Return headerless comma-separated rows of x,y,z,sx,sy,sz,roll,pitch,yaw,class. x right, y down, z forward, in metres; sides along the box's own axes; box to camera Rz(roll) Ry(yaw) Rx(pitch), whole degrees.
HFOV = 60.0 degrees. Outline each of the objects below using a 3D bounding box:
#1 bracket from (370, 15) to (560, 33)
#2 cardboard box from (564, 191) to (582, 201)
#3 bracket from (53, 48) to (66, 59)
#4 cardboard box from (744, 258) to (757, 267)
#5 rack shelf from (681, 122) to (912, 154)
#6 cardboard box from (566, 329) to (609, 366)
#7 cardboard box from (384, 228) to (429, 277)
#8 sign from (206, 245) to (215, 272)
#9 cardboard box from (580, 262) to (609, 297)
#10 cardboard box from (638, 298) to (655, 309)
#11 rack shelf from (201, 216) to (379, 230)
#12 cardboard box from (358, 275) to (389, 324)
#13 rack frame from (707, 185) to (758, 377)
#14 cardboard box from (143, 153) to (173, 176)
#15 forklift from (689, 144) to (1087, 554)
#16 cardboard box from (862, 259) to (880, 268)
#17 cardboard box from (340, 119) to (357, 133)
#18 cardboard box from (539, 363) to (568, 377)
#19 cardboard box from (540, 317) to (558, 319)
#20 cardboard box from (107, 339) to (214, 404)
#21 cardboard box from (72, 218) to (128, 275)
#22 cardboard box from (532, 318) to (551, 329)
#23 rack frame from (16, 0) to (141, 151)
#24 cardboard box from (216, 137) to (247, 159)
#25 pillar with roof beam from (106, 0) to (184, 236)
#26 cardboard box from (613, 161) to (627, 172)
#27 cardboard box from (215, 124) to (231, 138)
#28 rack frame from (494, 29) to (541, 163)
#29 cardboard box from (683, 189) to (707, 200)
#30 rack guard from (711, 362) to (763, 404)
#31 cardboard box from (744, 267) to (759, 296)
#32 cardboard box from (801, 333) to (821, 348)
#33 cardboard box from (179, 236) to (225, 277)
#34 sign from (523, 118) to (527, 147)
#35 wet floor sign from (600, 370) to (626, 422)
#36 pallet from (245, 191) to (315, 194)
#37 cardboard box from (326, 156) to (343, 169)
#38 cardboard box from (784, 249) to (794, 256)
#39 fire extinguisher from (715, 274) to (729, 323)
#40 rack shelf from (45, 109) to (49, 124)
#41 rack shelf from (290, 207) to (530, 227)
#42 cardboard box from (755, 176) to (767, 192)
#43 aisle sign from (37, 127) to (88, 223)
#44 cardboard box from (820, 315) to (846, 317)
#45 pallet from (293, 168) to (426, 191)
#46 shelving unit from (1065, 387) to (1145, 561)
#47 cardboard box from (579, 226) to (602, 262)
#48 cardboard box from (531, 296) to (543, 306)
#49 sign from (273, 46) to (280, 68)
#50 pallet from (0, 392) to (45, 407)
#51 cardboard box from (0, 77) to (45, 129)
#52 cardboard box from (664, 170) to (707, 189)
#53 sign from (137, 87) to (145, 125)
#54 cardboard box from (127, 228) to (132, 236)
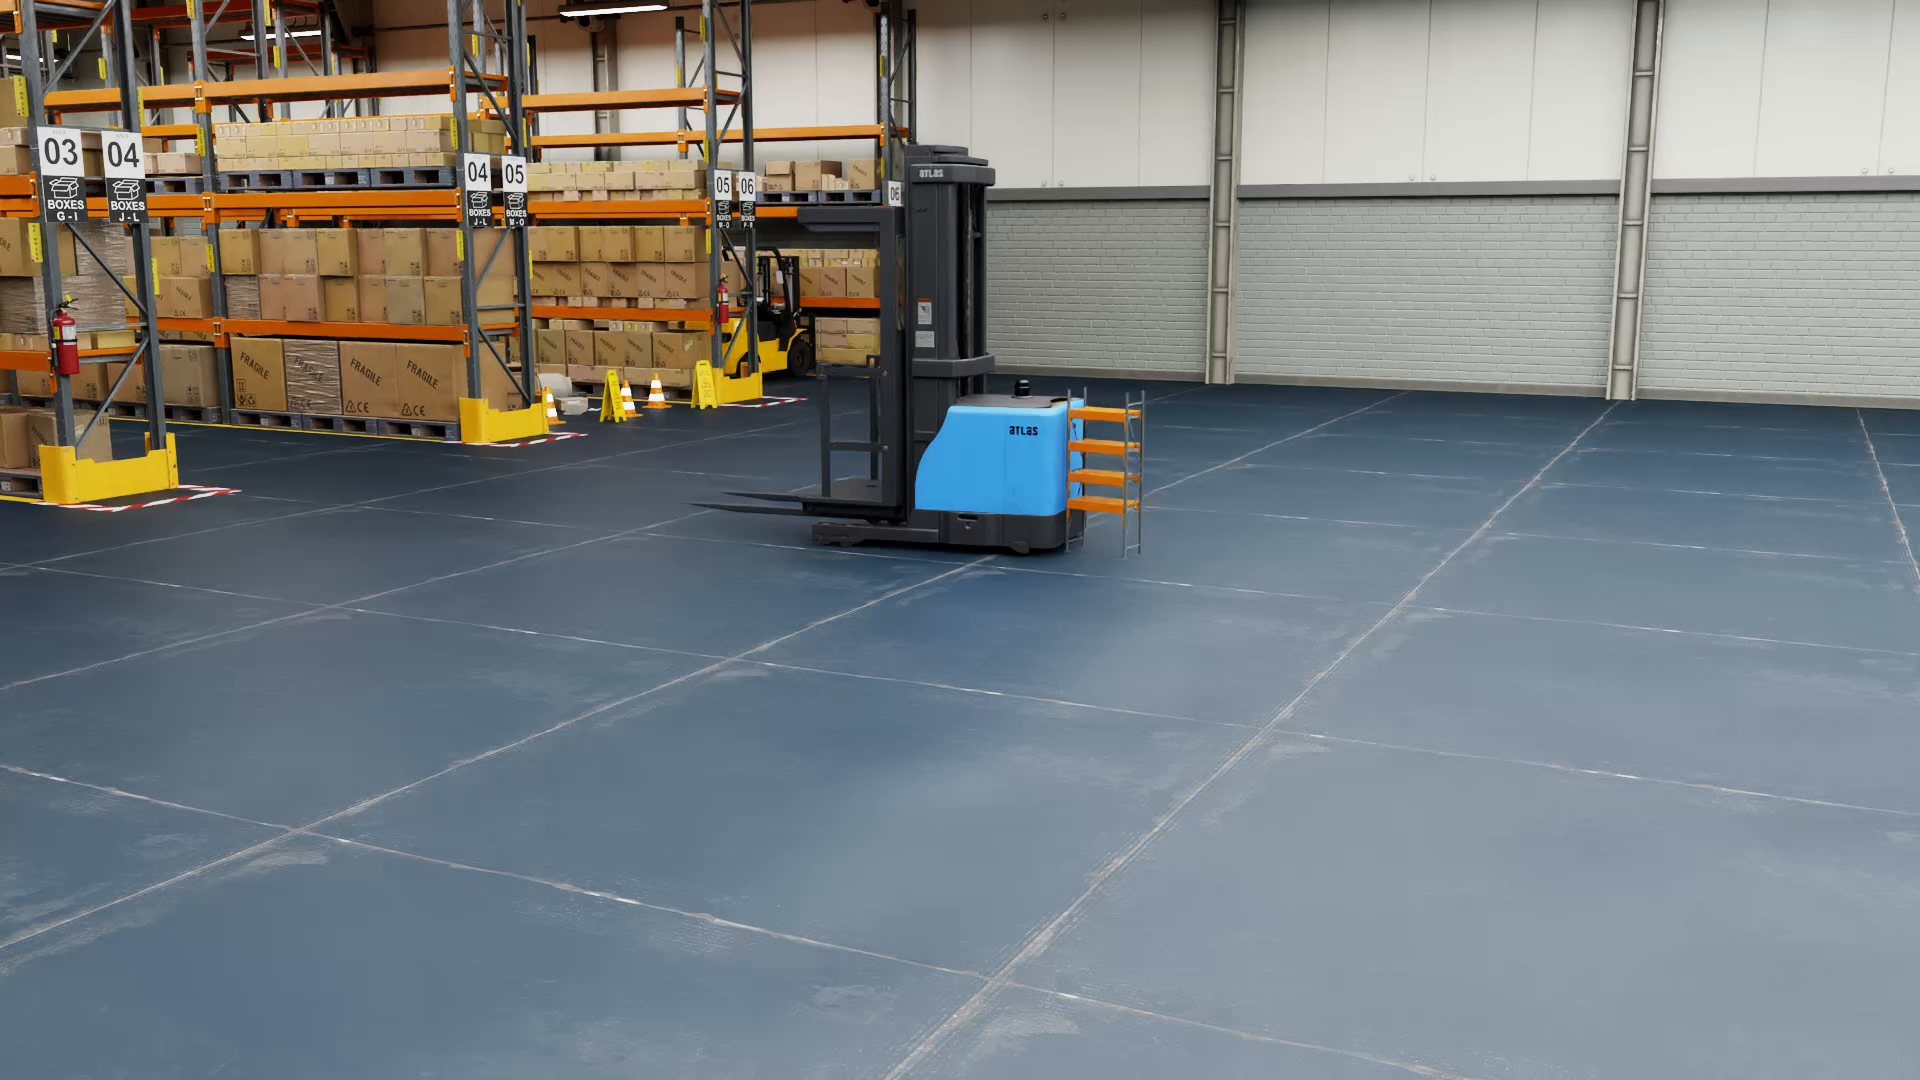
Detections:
-9.445,-9.833,31.686,4.783,0.066,0.076,5,11,26,bracket
-5.490,-4.954,23.965,0.250,0.149,0.380,5,11,25,cardboard box
-20.021,-10.762,36.821,0.430,0.232,0.235,5,11,26,bracket
-3.514,-4.787,28.656,0.250,0.149,0.380,5,11,25,cardboard box
-2.792,-6.818,28.277,4.000,0.370,1.077,5,11,26,rack shelf
-5.420,-2.833,24.396,0.500,0.500,0.500,6,12,29,cardboard box
-6.141,-3.337,19.291,0.550,0.550,0.875,5,11,26,cardboard box
-9.110,-3.426,20.209,0.005,0.325,0.100,5,11,26,sign
-5.141,-3.784,24.097,0.500,0.500,0.500,5,11,26,cardboard box
-4.363,-3.379,23.684,0.250,0.149,0.380,5,12,27,cardboard box
-13.554,-6.484,33.733,4.000,0.370,1.077,5,11,26,rack shelf
-6.594,-2.867,19.730,0.550,0.550,0.875,5,11,26,cardboard box
-3.192,-3.466,23.459,0.127,3.000,1.000,5,11,26,rack frame
-10.083,-4.703,20.832,0.500,0.250,0.500,5,11,25,cardboard box
-0.594,-1.478,12.668,3.031,2.935,1.130,3,11,18,forklift
-1.434,-4.610,27.678,0.250,0.149,0.380,5,11,27,cardboard box
-6.884,-4.741,19.086,0.250,0.149,0.380,5,11,25,cardboard box
-5.885,-2.505,24.690,0.500,0.250,0.500,6,12,29,cardboard box
-7.620,-3.876,31.214,0.625,0.625,0.875,5,12,28,cardboard box
-10.338,-2.194,21.566,0.750,0.750,1.050,5,11,26,cardboard box
-7.949,-2.658,15.069,0.500,0.500,0.500,5,11,26,cardboard box
-6.284,-3.214,24.681,0.250,0.149,0.380,5,11,27,cardboard box
-7.577,-4.835,14.180,0.127,3.000,1.000,5,11,26,rack frame
-8.564,-4.704,20.002,0.500,0.250,0.500,5,11,26,cardboard box
-19.271,-8.141,32.443,0.548,9.000,9.100,5,11,26,pillar with roof beam
-4.721,-5.307,23.677,0.250,0.149,0.380,5,11,24,cardboard box
-8.702,-4.900,19.968,0.250,0.149,0.380,5,11,26,cardboard box
-8.173,-7.842,30.790,0.127,3.000,1.000,5,11,26,rack frame
-3.635,-4.802,23.123,0.250,0.149,0.380,5,11,26,cardboard box
-3.260,-2.242,23.715,0.348,0.500,1.175,5,11,26,rack guard
-3.374,-4.469,28.718,0.500,0.500,0.500,5,11,25,cardboard box
-2.491,-3.426,28.374,0.500,0.250,0.500,5,11,25,cardboard box
-9.326,-3.562,20.901,0.500,0.500,0.700,5,11,25,cardboard box
-5.040,-4.701,19.182,0.005,0.325,0.100,5,11,26,sign
-4.389,-1.823,20.991,0.232,0.644,0.267,3,11,16,wet floor sign
-10.967,-5.522,26.925,1.003,0.211,1.213,6,12,28,pallet
-7.107,-4.368,19.266,0.250,0.149,0.380,5,11,27,cardboard box
-2.791,-4.888,28.380,0.250,0.149,0.380,5,11,27,cardboard box
-3.293,-3.345,23.009,0.183,0.674,0.296,5,11,26,fire extinguisher
-14.259,-5.857,22.966,4.000,0.370,1.077,5,11,26,rack shelf
-8.572,-5.061,25.868,4.000,0.370,1.077,5,11,26,rack shelf
-3.389,-6.075,28.367,0.258,0.266,0.396,5,11,24,cardboard box
-7.654,-3.110,14.191,0.004,0.787,0.394,5,11,26,aisle sign
-2.239,-3.753,28.777,0.500,0.250,0.500,5,11,25,cardboard box
-7.059,-4.253,19.631,1.213,0.211,1.003,5,11,26,pallet
1.048,-0.487,12.050,0.503,1.200,0.258,7,13,36,shelving unit
-5.086,-4.285,24.062,0.500,0.500,0.700,5,11,25,cardboard box
-6.137,-3.554,24.650,0.250,0.149,0.380,5,11,26,cardboard box
-10.608,-7.497,25.819,0.005,0.325,0.100,5,11,26,sign
-13.166,-1.988,23.120,1.213,0.211,1.003,5,11,26,pallet
-8.788,-3.961,15.252,0.500,0.500,0.500,5,11,26,cardboard box
-3.770,-5.012,23.164,0.500,0.250,0.500,5,11,25,cardboard box
-7.337,-3.876,14.848,0.005,0.325,0.100,5,11,26,sign
-14.370,-5.246,28.381,0.250,0.149,0.380,5,11,25,cardboard box
